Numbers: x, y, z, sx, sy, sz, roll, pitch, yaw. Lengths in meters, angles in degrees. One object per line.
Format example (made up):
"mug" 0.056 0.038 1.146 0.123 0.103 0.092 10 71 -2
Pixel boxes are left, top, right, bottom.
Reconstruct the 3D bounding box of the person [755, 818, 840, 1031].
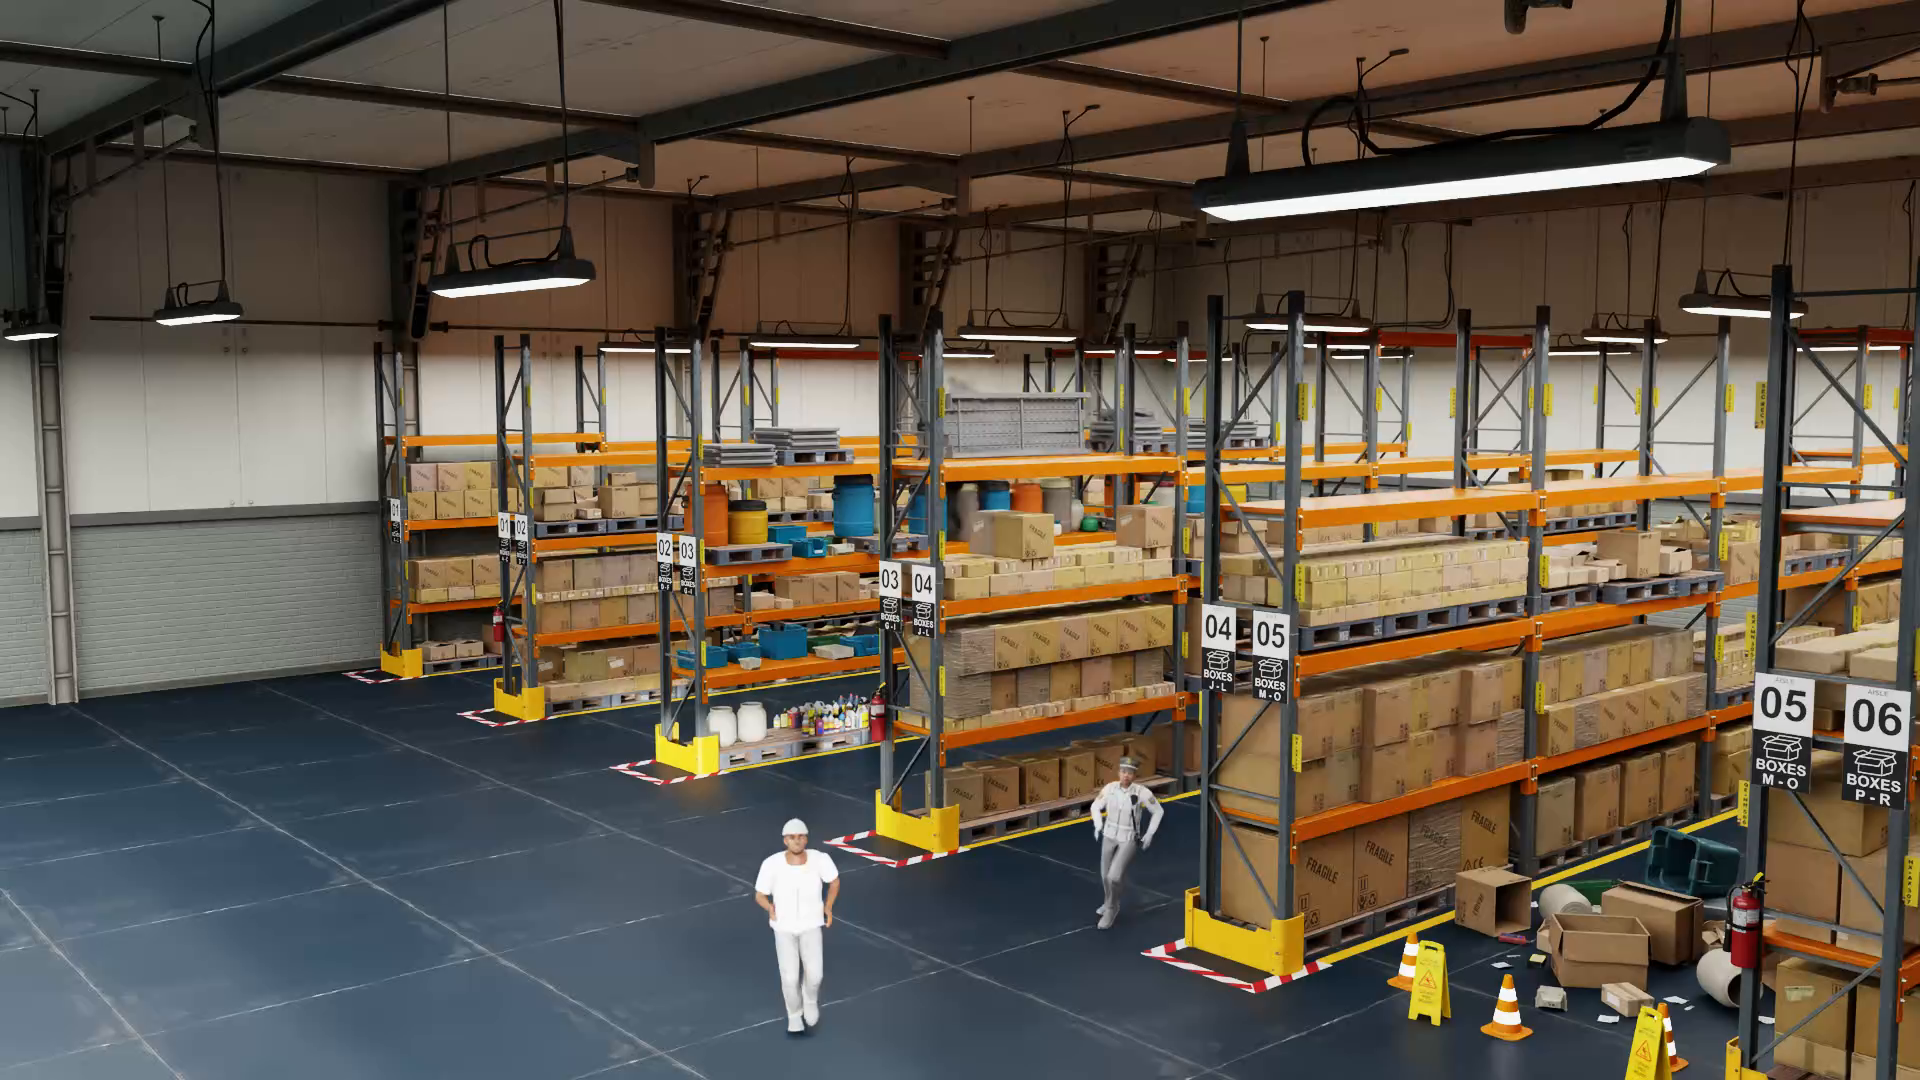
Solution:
"person" -1.284 3.088 13.255 0.687 1.721 0.589 -1 5 -8

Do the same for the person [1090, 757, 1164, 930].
"person" 1.565 2.895 15.969 0.675 1.685 0.644 3 6 30
